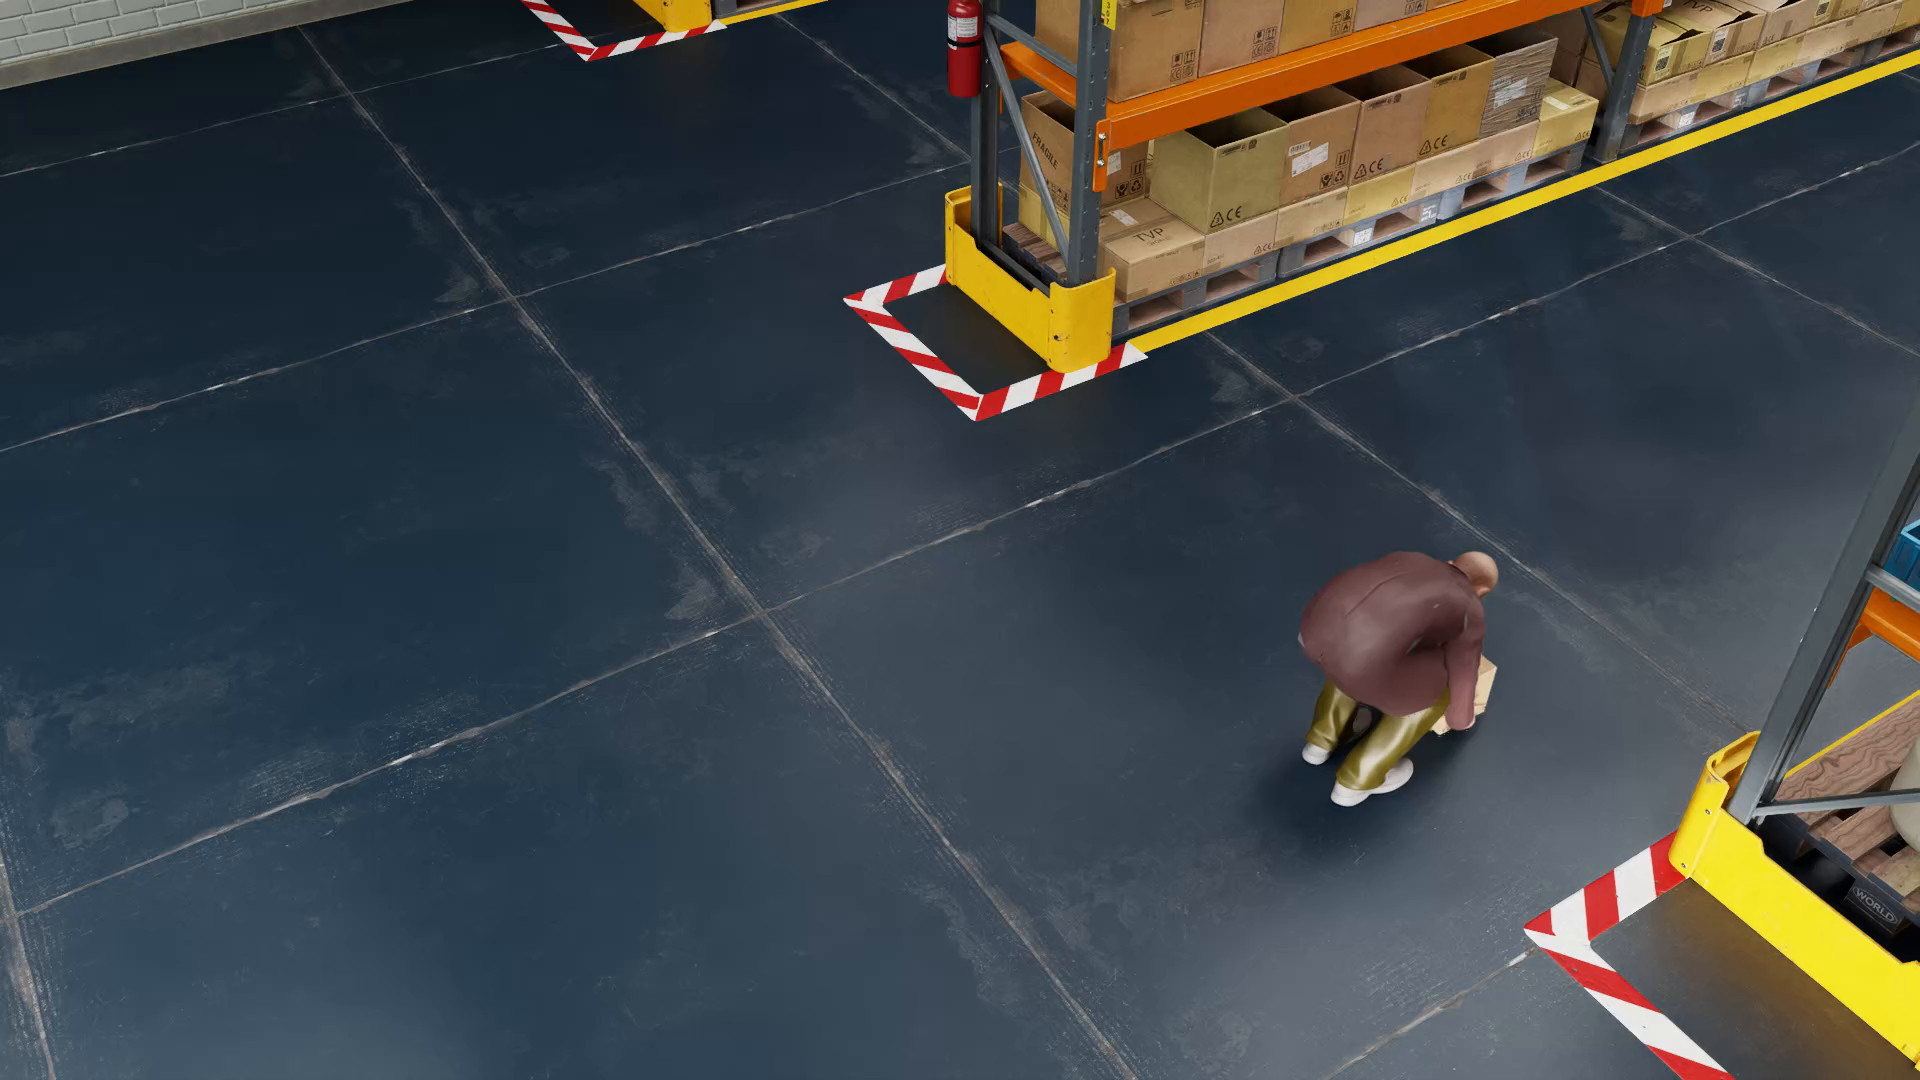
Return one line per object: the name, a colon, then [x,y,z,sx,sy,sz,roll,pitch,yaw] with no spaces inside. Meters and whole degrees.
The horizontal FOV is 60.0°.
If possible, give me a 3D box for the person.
person: [1.651,0.446,6.255,0.942,0.981,0.585,-25,46,-26]
